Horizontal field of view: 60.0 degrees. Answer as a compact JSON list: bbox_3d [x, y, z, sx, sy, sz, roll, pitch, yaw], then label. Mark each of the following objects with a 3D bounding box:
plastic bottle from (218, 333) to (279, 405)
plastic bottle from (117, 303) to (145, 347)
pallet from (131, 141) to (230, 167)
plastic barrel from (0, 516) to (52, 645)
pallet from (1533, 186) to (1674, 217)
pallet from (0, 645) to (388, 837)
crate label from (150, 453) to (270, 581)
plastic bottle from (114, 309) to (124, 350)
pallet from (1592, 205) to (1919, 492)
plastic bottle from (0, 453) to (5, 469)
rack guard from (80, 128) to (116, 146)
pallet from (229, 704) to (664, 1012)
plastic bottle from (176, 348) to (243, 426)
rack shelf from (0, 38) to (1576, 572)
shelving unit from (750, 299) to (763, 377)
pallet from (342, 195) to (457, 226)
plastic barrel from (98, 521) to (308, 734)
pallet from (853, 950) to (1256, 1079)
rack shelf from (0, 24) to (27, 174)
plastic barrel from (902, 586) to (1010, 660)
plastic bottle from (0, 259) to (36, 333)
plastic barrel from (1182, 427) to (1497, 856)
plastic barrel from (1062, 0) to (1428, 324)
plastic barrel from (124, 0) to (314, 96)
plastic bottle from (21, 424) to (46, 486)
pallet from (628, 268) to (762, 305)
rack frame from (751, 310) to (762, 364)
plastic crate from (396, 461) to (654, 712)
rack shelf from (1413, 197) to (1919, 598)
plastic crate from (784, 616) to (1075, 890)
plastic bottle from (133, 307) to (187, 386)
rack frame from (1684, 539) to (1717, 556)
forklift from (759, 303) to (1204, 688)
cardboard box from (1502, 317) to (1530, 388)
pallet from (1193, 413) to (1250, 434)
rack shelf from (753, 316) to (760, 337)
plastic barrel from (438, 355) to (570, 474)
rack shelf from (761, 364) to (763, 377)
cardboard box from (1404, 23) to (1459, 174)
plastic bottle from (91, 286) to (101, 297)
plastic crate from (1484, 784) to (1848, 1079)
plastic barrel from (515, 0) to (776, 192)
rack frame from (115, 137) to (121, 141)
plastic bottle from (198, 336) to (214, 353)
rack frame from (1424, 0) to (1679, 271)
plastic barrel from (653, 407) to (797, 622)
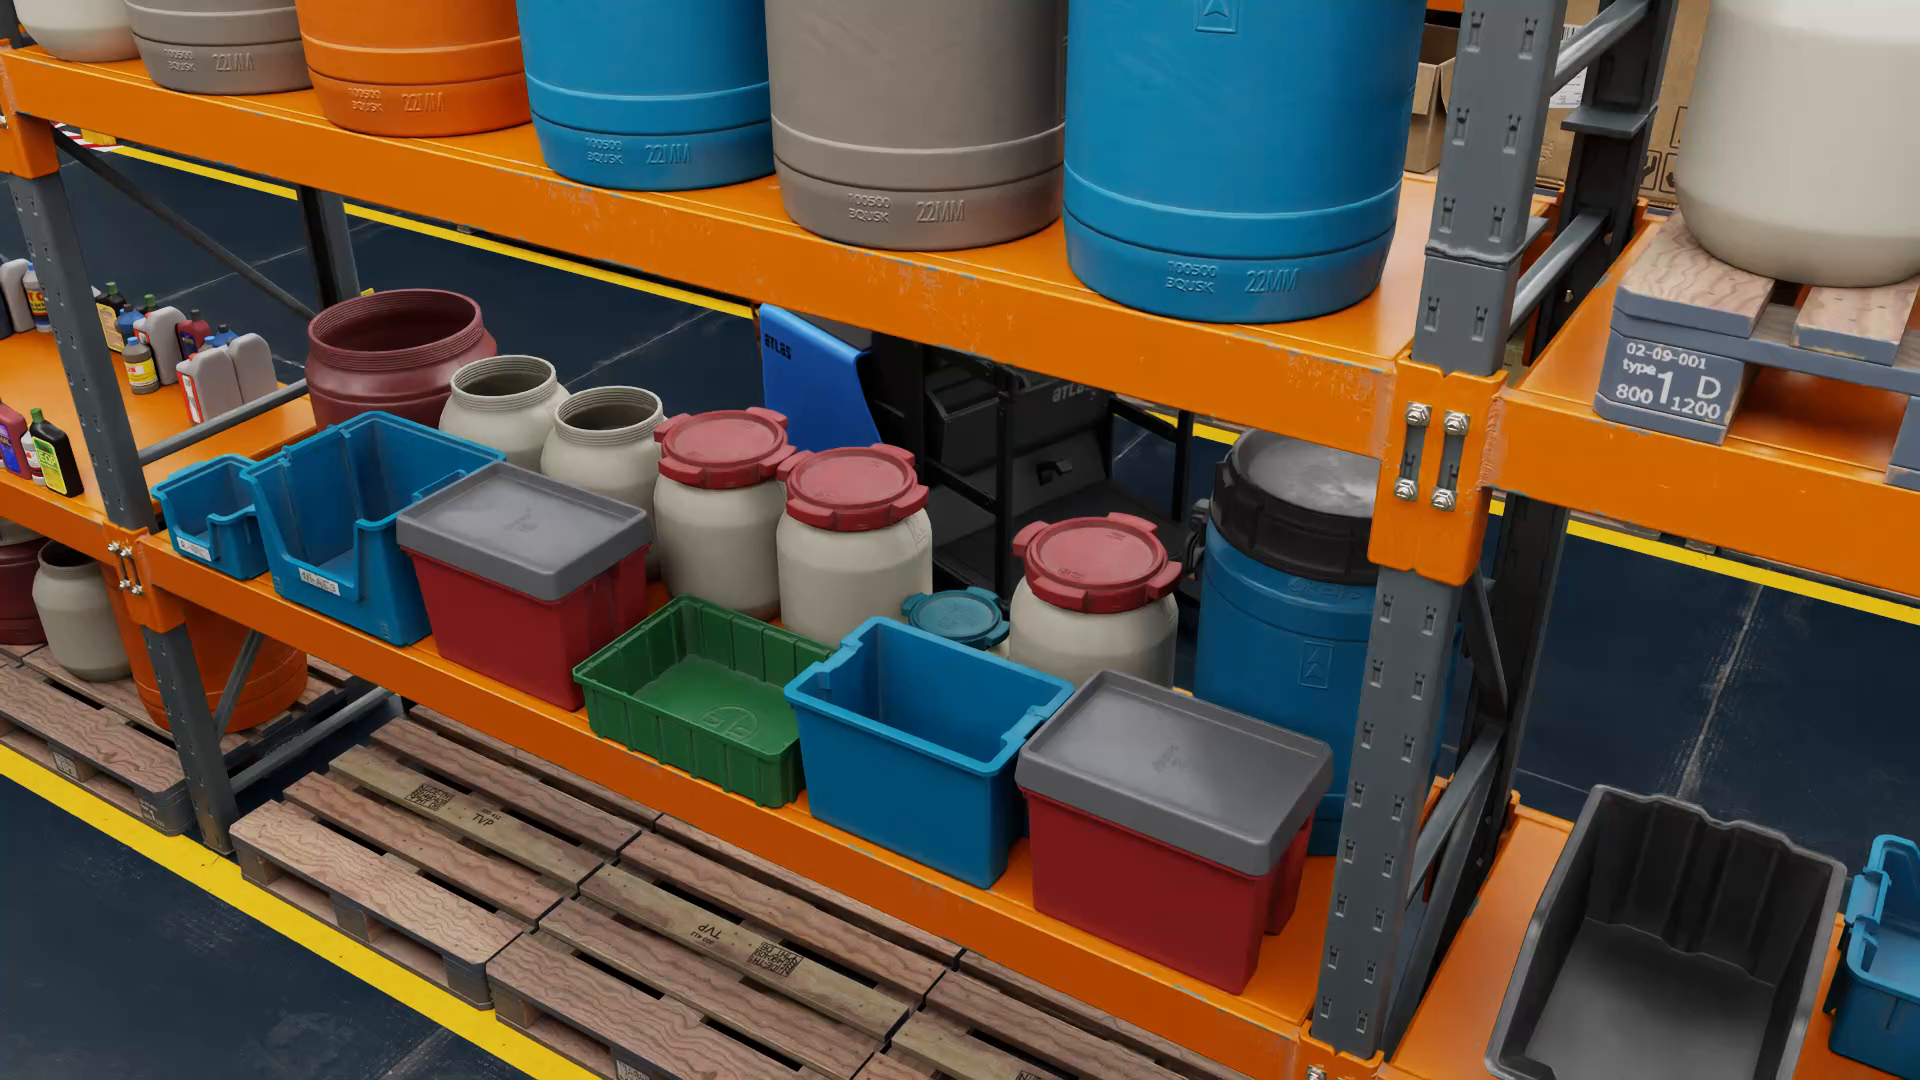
[{"bbox_3d":[-2.554,-0.609,5.940,0.135,0.276,0.152,18,35,27],"label":"plastic bottle"},{"bbox_3d":[-3.061,-0.747,6.182,0.097,0.271,0.097,0,30,0],"label":"plastic bottle"},{"bbox_3d":[-5.783,-3.280,13.163,1.213,0.211,1.003,18,35,27],"label":"pallet"},{"bbox_3d":[-3.739,0.025,6.706,0.708,0.588,0.600,18,35,27],"label":"plastic barrel"},{"bbox_3d":[3.092,-1.635,7.766,1.213,0.211,1.003,18,35,27],"label":"pallet"},{"bbox_3d":[-3.049,0.603,6.508,1.213,0.211,1.003,18,35,27],"label":"pallet"},{"bbox_3d":[-2.201,-0.063,5.048,0.416,0.233,0.303,18,35,27],"label":"crate label"},{"bbox_3d":[-3.142,-0.779,6.306,0.097,0.201,0.097,0,30,0],"label":"plastic bottle"},{"bbox_3d":[1.692,-0.399,2.668,1.003,0.211,1.213,18,35,27],"label":"pallet"},{"bbox_3d":[-3.212,-0.349,5.569,0.097,0.201,0.097,0,30,0],"label":"plastic bottle"},{"bbox_3d":[-6.522,-3.592,13.411,0.348,0.500,1.175,18,35,27],"label":"rack guard"},{"bbox_3d":[-1.723,1.020,5.792,1.213,0.211,1.003,18,35,27],"label":"pallet"},{"bbox_3d":[-2.634,-0.544,5.828,0.135,0.276,0.152,18,35,27],"label":"plastic bottle"},{"bbox_3d":[-0.665,-0.858,3.980,4.000,0.370,1.077,18,35,27],"label":"rack shelf"},{"bbox_3d":[-0.812,-0.869,8.033,0.189,1.200,0.258,14,32,38],"label":"shelving unit"},{"bbox_3d":[-3.716,-2.627,12.043,1.213,0.211,1.003,18,35,27],"label":"pallet"},{"bbox_3d":[-2.782,0.224,6.127,0.708,0.830,0.600,18,35,27],"label":"plastic barrel"},{"bbox_3d":[0.343,1.674,4.671,1.213,0.211,1.003,18,35,27],"label":"pallet"},{"bbox_3d":[-4.053,-1.929,5.817,4.000,0.370,1.077,18,35,27],"label":"rack shelf"},{"bbox_3d":[-0.011,0.303,4.391,0.301,0.262,0.301,0,30,0],"label":"plastic barrel"},{"bbox_3d":[-3.728,-0.980,6.577,0.135,0.276,0.152,18,35,27],"label":"plastic bottle"},{"bbox_3d":[0.863,0.214,3.909,0.708,0.901,0.600,18,35,27],"label":"plastic barrel"},{"bbox_3d":[0.483,-0.893,2.829,0.708,0.901,0.600,18,35,27],"label":"plastic barrel"},{"bbox_3d":[-1.779,-1.608,4.055,0.600,0.901,0.600,0,30,0],"label":"plastic barrel"},{"bbox_3d":[-3.016,-0.288,5.463,0.097,0.201,0.097,0,30,0],"label":"plastic bottle"},{"bbox_3d":[-1.383,-1.888,10.778,1.213,0.211,1.003,18,35,27],"label":"pallet"},{"bbox_3d":[-0.882,-0.887,8.090,0.006,1.200,0.240,14,32,38],"label":"rack frame"},{"bbox_3d":[-1.153,0.127,4.491,0.583,0.464,0.402,18,35,27],"label":"plastic crate"},{"bbox_3d":[2.723,0.214,2.144,4.000,0.370,1.077,18,35,27],"label":"rack shelf"},{"bbox_3d":[-0.071,0.507,3.920,0.575,0.384,0.392,18,35,27],"label":"plastic crate"},{"bbox_3d":[-2.945,-0.733,6.152,0.135,0.276,0.152,18,35,27],"label":"plastic bottle"},{"bbox_3d":[3.662,-1.451,7.260,0.127,3.000,1.000,18,35,27],"label":"rack frame"},{"bbox_3d":[0.390,-0.988,6.535,1.130,2.935,3.031,-22,37,-33],"label":"forklift"},{"bbox_3d":[2.760,-0.871,8.310,0.500,0.500,0.700,17,34,27],"label":"cardboard box"},{"bbox_3d":[1.964,-0.781,8.879,1.213,0.211,1.003,18,35,27],"label":"pallet"},{"bbox_3d":[-0.833,-1.045,7.951,0.180,0.103,0.258,14,32,38],"label":"rack shelf"},{"bbox_3d":[-1.374,-0.272,5.129,0.421,0.512,0.421,0,30,0],"label":"plastic barrel"},{"bbox_3d":[-0.807,-0.829,8.052,0.180,0.103,0.258,14,32,38],"label":"rack shelf"},{"bbox_3d":[2.145,-2.102,7.857,0.637,0.503,0.797,22,37,32],"label":"cardboard box"},{"bbox_3d":[-3.338,-0.871,6.394,0.097,0.271,0.097,0,30,0],"label":"plastic bottle"},{"bbox_3d":[1.405,0.885,3.319,0.504,0.338,0.767,18,35,27],"label":"plastic crate"},{"bbox_3d":[-0.625,-1.243,3.430,0.708,0.901,0.600,18,35,27],"label":"plastic barrel"},{"bbox_3d":[-6.502,-4.665,12.770,0.127,3.000,1.000,18,35,27],"label":"rack frame"},{"bbox_3d":[-2.720,-0.645,6.077,0.097,0.201,0.097,0,30,0],"label":"plastic bottle"},{"bbox_3d":[1.029,-1.928,2.125,0.127,3.000,1.000,18,35,27],"label":"rack frame"},{"bbox_3d":[-0.653,-0.058,4.738,0.433,0.535,0.433,0,30,0],"label":"plastic barrel"}]
